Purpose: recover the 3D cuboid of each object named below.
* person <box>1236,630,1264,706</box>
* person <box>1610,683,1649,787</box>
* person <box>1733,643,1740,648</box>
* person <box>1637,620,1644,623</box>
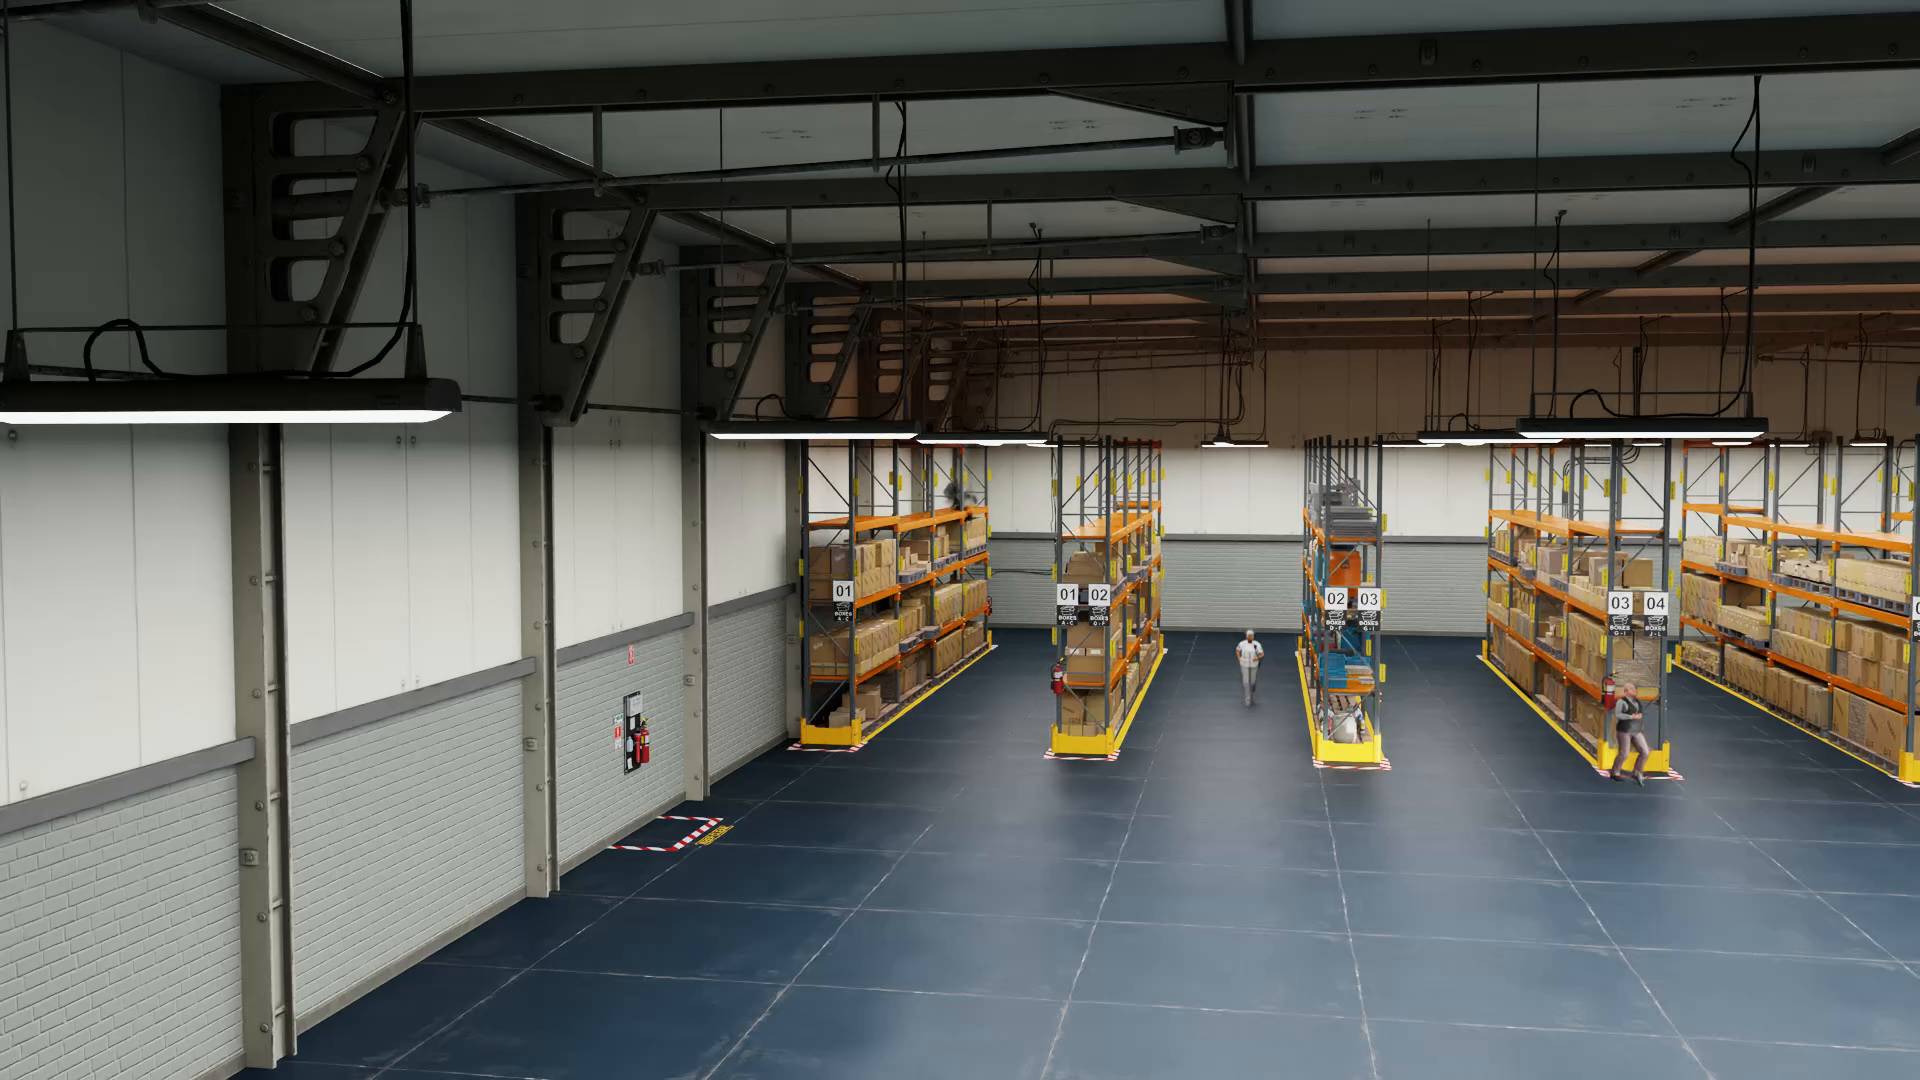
[{"bbox_3d":[6.530,2.861,37.459,0.617,1.668,0.837,0,3,8],"label":"person"},{"bbox_3d":[11.430,3.337,28.372,0.656,1.786,0.679,-1,3,-23],"label":"person"},{"bbox_3d":[21.552,2.415,45.387,1.040,1.798,0.661,0,3,4],"label":"person"},{"bbox_3d":[18.338,2.497,45.307,0.909,1.538,0.615,-3,4,-41],"label":"person"}]
